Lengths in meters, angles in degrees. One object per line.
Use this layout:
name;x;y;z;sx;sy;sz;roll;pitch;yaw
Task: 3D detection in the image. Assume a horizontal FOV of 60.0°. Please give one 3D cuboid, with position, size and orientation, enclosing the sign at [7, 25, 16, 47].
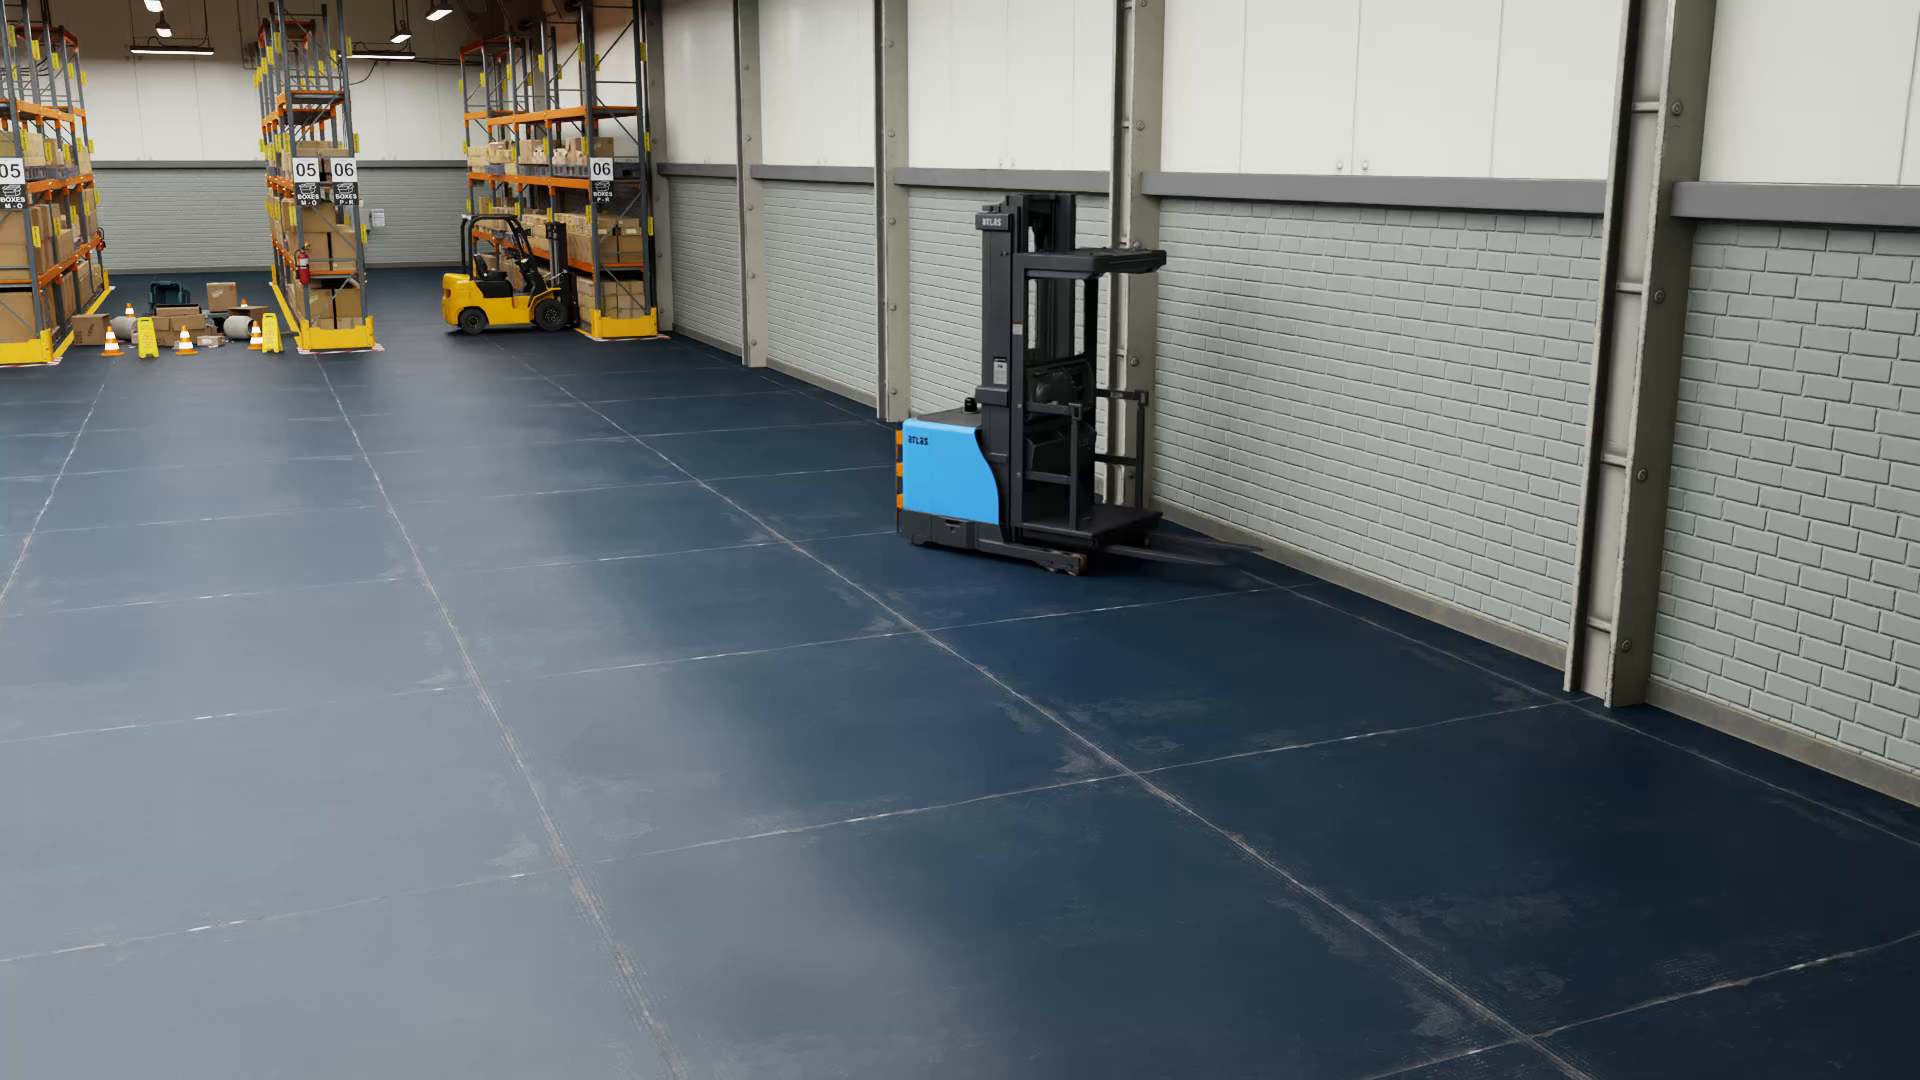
sign;-14.718;-7.825;25.800;0.100;0.325;0.005;-6;14;-23

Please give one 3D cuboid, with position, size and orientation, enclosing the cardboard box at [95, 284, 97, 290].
cardboard box;-19.994;-5.775;38.063;0.380;0.149;0.250;-5;14;-21

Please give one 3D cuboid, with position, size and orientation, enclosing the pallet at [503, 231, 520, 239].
pallet;-10.175;-7.199;39.249;1.003;0.211;1.213;-6;14;-23

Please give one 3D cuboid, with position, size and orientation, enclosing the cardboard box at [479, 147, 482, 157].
cardboard box;-11.824;-9.787;41.914;0.500;0.250;0.500;-5;14;-22

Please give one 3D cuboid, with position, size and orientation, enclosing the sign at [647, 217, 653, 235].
sign;-5.677;-5.748;30.456;0.100;0.325;0.005;-6;14;-23

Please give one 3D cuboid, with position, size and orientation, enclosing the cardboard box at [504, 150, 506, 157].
cardboard box;-10.321;-8.931;38.442;0.380;0.149;0.250;-6;14;-23

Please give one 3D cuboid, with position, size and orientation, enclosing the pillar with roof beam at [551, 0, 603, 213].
pillar with roof beam;-11.989;-9.237;34.324;9.100;9.000;0.548;-6;14;-23

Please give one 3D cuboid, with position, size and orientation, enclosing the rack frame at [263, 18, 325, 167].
rack frame;-13.939;-9.365;34.876;1.000;3.000;0.127;-6;14;-23

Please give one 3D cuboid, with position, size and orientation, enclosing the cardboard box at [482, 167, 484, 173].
cardboard box;-11.885;-9.372;42.116;0.380;0.149;0.250;-5;14;-22

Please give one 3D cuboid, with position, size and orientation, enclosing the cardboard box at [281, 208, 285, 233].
cardboard box;-13.970;-6.727;34.968;0.500;0.500;0.500;-6;14;-25

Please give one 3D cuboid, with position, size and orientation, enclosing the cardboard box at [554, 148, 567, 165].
cardboard box;-7.680;-7.542;32.697;0.500;0.311;0.500;-5;14;-22

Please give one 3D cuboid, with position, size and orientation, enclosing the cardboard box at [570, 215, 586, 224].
cardboard box;-7.345;-6.223;32.285;0.380;0.149;0.250;-6;14;-23

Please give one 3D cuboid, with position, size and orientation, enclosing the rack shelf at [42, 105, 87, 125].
rack shelf;-20.837;-9.784;38.291;1.077;0.370;4.000;-6;14;-23

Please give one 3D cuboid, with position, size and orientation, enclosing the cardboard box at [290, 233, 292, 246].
cardboard box;-12.193;-5.592;30.996;0.500;0.500;0.500;-6;14;-23

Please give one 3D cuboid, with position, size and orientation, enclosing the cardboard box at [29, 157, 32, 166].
cardboard box;-15.377;-6.170;27.129;0.380;0.149;0.250;-6;14;-23

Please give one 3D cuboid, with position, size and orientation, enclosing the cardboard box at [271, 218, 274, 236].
cardboard box;-16.799;-7.810;41.240;0.500;0.500;0.500;-6;14;-23

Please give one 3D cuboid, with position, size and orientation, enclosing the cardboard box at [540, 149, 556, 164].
cardboard box;-8.303;-7.864;34.086;0.500;0.311;0.500;-6;14;-25

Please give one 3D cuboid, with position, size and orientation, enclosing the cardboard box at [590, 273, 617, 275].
cardboard box;-7.008;-5.124;32.805;0.500;0.250;0.500;-6;14;-23

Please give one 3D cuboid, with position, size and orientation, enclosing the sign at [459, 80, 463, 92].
sign;-13.094;-11.911;43.632;0.100;0.325;0.005;-6;14;-23

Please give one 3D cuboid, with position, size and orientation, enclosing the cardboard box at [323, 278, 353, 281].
cardboard box;-11.853;-4.748;31.736;0.500;0.500;0.500;-6;14;-24

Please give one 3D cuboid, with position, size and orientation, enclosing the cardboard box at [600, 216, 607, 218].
cardboard box;-6.720;-6.159;32.008;0.380;0.149;0.250;-6;14;-23

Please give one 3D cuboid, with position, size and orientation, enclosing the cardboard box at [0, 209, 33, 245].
cardboard box;-15.342;-5.001;26.597;0.875;0.550;0.550;-6;14;-23

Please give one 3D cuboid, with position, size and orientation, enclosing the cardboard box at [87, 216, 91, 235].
cardboard box;-20.208;-7.221;38.035;0.500;0.500;0.500;-6;14;-23

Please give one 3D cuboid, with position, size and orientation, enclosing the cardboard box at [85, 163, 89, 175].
cardboard box;-20.585;-8.629;38.680;0.500;0.250;0.500;-5;14;-20

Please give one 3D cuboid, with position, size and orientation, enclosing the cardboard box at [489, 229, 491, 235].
cardboard box;-11.604;-7.742;41.724;0.380;0.149;0.250;-5;14;-22

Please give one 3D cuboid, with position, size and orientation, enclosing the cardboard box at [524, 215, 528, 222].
cardboard box;-9.426;-7.109;36.771;0.380;0.149;0.250;-5;14;-22

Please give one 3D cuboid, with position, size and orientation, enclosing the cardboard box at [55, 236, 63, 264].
cardboard box;-16.795;-5.329;30.523;0.500;0.500;0.500;-5;14;-22

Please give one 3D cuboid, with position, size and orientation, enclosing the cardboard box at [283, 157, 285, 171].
cardboard box;-12.196;-6.928;30.670;0.500;0.250;0.500;-6;14;-23

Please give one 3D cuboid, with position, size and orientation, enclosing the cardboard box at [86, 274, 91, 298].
cardboard box;-19.304;-5.551;36.315;0.500;0.500;0.500;-6;14;-24

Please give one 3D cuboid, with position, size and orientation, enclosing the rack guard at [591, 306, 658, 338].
rack guard;-6.178;-4.016;30.612;1.175;0.500;0.348;-6;14;-23

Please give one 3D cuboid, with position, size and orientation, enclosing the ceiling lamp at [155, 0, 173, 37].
ceiling lamp;-17.208;-12.665;36.191;0.800;3.185;2.000;-6;14;-23

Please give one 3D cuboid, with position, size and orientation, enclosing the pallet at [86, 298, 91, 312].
pallet;-19.230;-5.029;35.630;1.003;0.211;1.213;-6;14;-23

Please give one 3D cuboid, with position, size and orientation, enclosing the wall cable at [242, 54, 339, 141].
wall cable;-18.990;-12.235;47.276;2.355;3.000;0.029;-6;14;-23

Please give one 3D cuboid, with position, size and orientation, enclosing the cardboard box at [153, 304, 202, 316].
cardboard box;-14.140;-3.966;30.089;0.797;0.637;0.503;-6;14;-23

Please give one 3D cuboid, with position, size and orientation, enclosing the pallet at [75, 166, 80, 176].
pallet;-19.886;-8.033;36.191;1.213;0.211;1.003;-6;14;-23

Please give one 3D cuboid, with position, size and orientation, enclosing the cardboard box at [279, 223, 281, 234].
cardboard box;-14.574;-6.795;36.302;0.500;0.250;0.500;-6;14;-24

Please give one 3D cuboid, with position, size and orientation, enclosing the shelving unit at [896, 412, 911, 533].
shelving unit;-0.396;-0.570;14.506;0.252;1.050;0.215;10;16;36

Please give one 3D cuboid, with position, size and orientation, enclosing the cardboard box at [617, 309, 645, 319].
cardboard box;-6.205;-4.223;31.129;0.500;0.250;0.500;-6;14;-23

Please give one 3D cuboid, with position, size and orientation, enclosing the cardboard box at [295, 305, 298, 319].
cardboard box;-12.347;-4.334;31.612;0.500;0.250;0.500;-6;14;-26

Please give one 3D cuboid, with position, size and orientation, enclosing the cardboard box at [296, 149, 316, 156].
cardboard box;-11.140;-6.560;28.198;0.380;0.149;0.250;-5;14;-22

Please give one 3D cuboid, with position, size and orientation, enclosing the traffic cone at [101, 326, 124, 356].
traffic cone;-14.141;-3.323;27.703;0.336;0.463;0.334;-6;14;-23

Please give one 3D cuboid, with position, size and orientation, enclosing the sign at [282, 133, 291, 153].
sign;-11.251;-6.636;27.774;0.100;0.325;0.005;-6;14;-23

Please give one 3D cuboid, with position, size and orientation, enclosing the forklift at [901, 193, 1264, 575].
forklift;0.983;-1.283;13.415;3.031;2.935;1.130;10;16;36

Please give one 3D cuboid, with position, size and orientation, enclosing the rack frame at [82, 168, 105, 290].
rack frame;-21.638;-7.627;40.672;1.000;3.000;0.127;-6;14;-23

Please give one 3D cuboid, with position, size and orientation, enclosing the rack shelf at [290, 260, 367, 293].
rack shelf;-11.535;-4.852;30.277;1.077;0.370;4.000;-6;14;-23

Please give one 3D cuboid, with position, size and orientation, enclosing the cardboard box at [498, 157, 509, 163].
cardboard box;-10.600;-8.897;38.911;0.380;0.149;0.250;-5;14;-22

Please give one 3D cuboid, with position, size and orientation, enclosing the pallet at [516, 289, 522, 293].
pallet;-9.657;-5.690;38.488;1.003;0.211;1.213;-6;14;-23

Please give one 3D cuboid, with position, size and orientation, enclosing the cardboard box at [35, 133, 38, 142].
cardboard box;-15.986;-6.873;28.395;0.380;0.149;0.250;-6;14;-23
